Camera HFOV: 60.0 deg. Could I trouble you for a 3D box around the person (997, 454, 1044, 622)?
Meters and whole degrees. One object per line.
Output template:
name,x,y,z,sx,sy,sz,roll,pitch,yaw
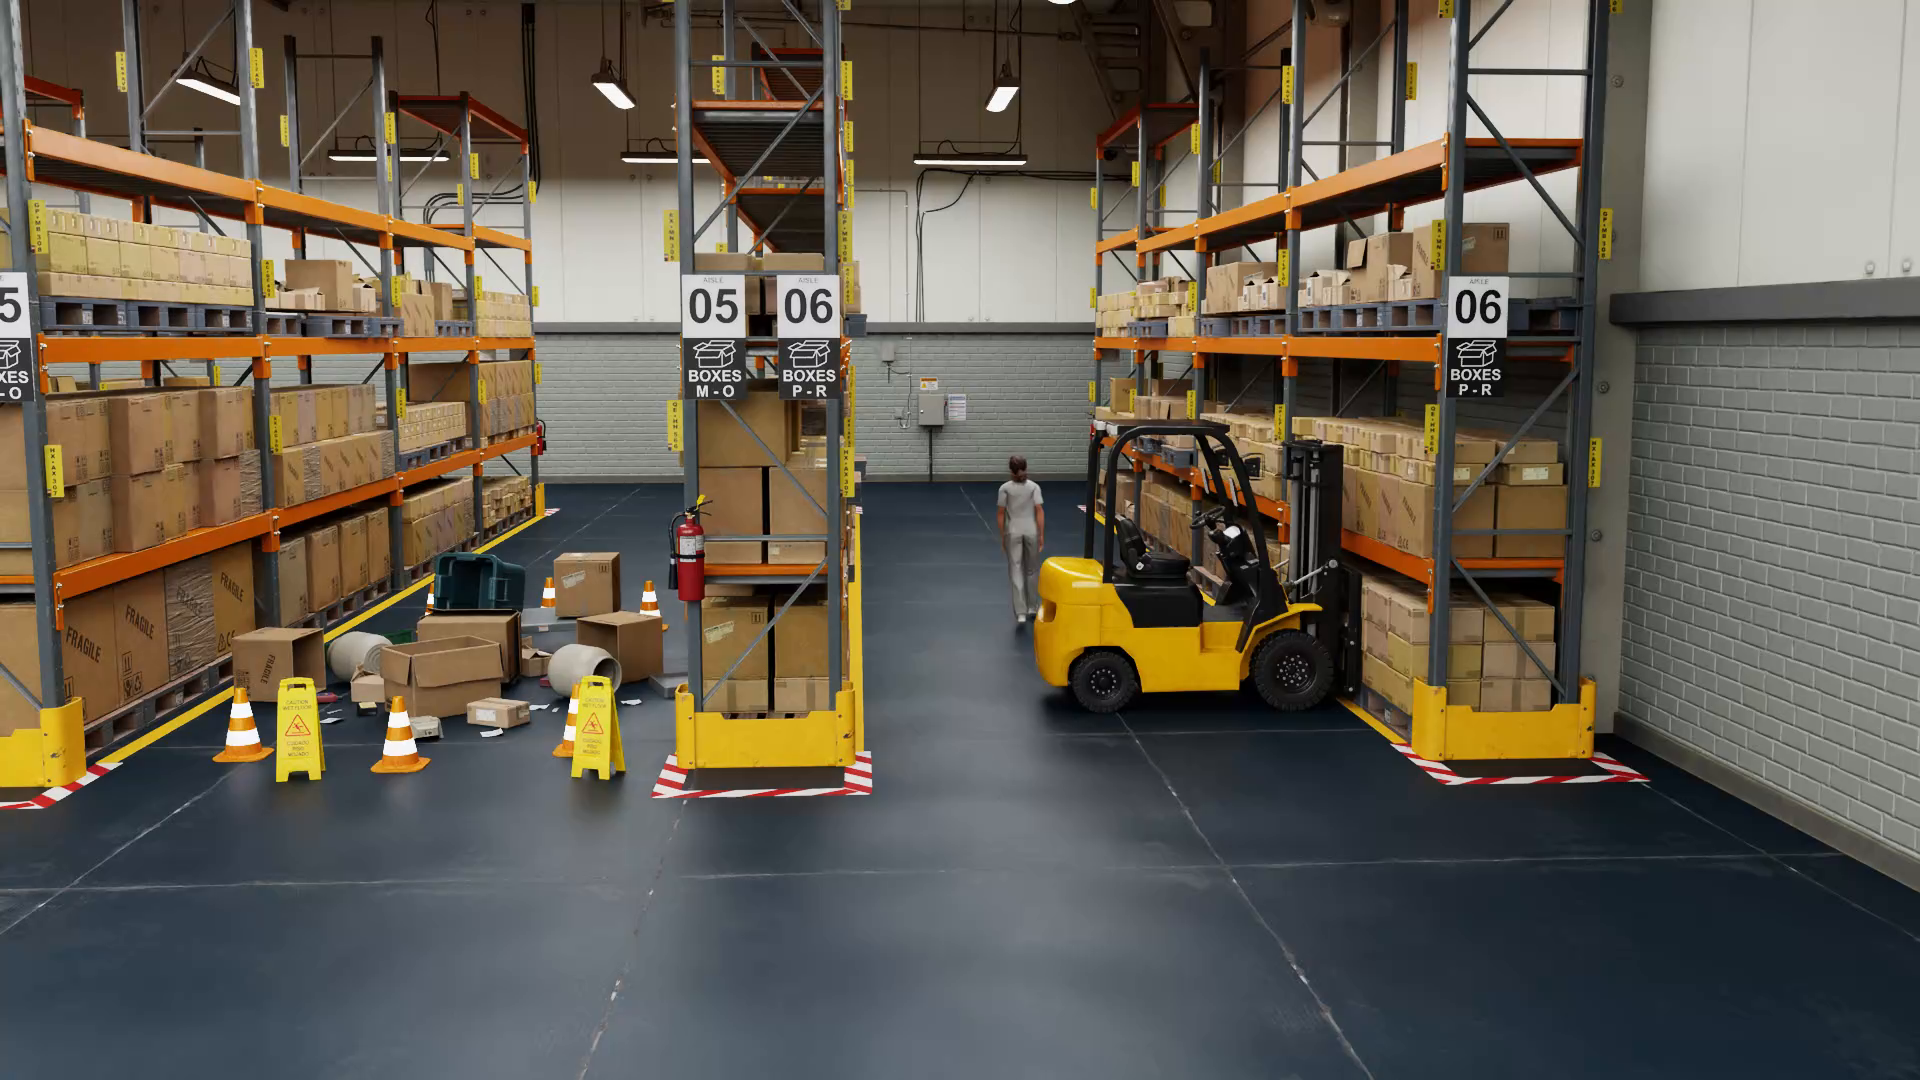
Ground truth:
person,0.610,-0.029,16.410,0.503,1.633,0.888,-1,7,-6
